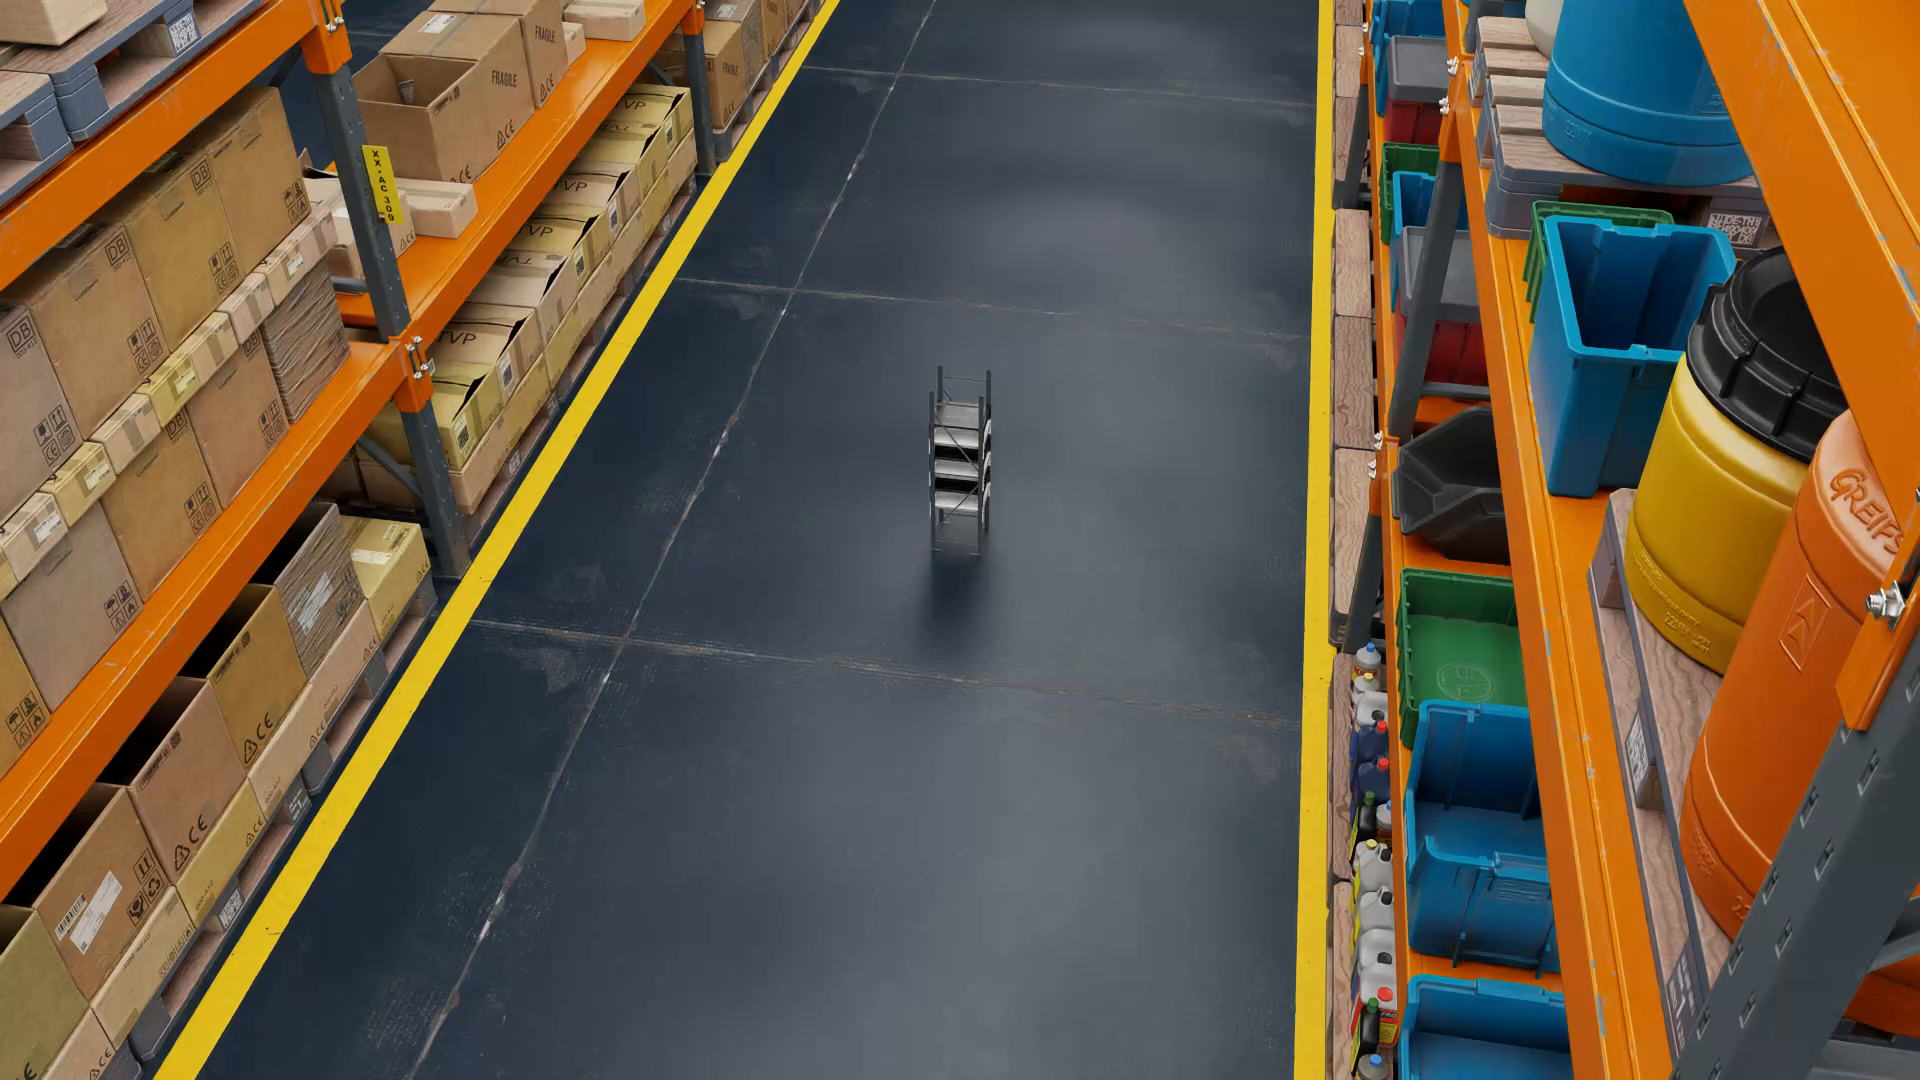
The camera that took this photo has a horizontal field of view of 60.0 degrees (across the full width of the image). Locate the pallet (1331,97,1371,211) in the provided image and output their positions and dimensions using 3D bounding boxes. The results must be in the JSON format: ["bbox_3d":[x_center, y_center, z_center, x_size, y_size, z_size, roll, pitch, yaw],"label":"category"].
[{"bbox_3d":[2.899,-2.448,10.642,1.003,0.211,1.213,6,40,8],"label":"pallet"}]

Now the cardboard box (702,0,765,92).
[{"bbox_3d":[-1.629,-3.361,11.175,0.500,0.500,0.500,5,40,6],"label":"cardboard box"}]

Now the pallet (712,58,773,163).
[{"bbox_3d":[-1.908,-2.961,11.263,1.003,0.211,1.213,6,40,8],"label":"pallet"}]

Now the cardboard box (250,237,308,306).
[{"bbox_3d":[-2.647,-1.001,6.116,0.380,0.149,0.250,6,40,7],"label":"cardboard box"}]

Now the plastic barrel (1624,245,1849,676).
[{"bbox_3d":[1.491,-0.123,2.810,0.600,0.588,0.600,0,40,0],"label":"plastic barrel"}]

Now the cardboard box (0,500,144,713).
[{"bbox_3d":[-3.100,0.147,5.237,0.700,0.500,0.500,8,40,9],"label":"cardboard box"}]

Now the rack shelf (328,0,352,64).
[{"bbox_3d":[-2.420,-3.195,7.568,1.077,0.370,4.000,6,40,8],"label":"rack shelf"}]

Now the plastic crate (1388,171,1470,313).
[{"bbox_3d":[1.996,-1.233,6.997,0.392,0.384,0.575,6,40,8],"label":"plastic crate"}]

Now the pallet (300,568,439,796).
[{"bbox_3d":[-2.945,0.508,7.067,1.003,0.211,1.213,6,40,8],"label":"pallet"}]

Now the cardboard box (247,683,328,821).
[{"bbox_3d":[-2.800,0.780,6.378,0.500,0.250,0.500,6,40,8],"label":"cardboard box"}]

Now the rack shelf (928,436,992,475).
[{"bbox_3d":[0.001,-0.396,7.530,0.258,0.077,0.200,6,40,8],"label":"rack shelf"}]

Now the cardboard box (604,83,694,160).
[{"bbox_3d":[-1.922,-2.534,9.946,0.500,0.311,0.500,7,40,9],"label":"cardboard box"}]

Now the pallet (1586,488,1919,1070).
[{"bbox_3d":[1.659,0.406,2.796,1.003,0.211,1.213,6,40,8],"label":"pallet"}]

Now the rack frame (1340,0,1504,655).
[{"bbox_3d":[2.111,-0.513,6.113,1.000,3.000,0.127,6,40,8],"label":"rack frame"}]

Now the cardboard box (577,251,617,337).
[{"bbox_3d":[-2.187,-1.355,8.960,0.500,0.250,0.500,7,40,9],"label":"cardboard box"}]

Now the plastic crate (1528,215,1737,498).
[{"bbox_3d":[1.453,-0.382,3.614,0.392,0.384,0.575,6,40,8],"label":"plastic crate"}]

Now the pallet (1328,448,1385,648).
[{"bbox_3d":[2.209,0.065,7.603,1.003,0.211,1.213,6,40,8],"label":"pallet"}]

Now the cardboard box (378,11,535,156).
[{"bbox_3d":[-2.440,-2.225,8.106,0.500,0.500,0.500,6,40,8],"label":"cardboard box"}]

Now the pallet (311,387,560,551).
[{"bbox_3d":[-2.677,-0.454,8.230,1.003,0.211,1.213,6,40,8],"label":"pallet"}]

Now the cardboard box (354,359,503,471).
[{"bbox_3d":[-2.450,-0.612,7.621,0.500,0.311,0.500,7,40,8],"label":"cardboard box"}]

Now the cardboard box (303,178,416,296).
[{"bbox_3d":[-2.724,-1.317,7.204,0.500,0.250,0.500,9,40,10],"label":"cardboard box"}]

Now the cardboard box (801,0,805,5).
[{"bbox_3d":[-1.366,-4.323,12.338,0.500,0.500,0.500,7,40,8],"label":"cardboard box"}]

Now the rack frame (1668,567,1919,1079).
[{"bbox_3d":[1.423,-0.314,1.165,0.949,2.616,0.053,6,40,8],"label":"rack frame"}]

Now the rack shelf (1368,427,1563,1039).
[{"bbox_3d":[1.765,1.019,4.824,1.077,0.370,4.000,6,40,8],"label":"rack shelf"}]

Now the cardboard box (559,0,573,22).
[{"bbox_3d":[-2.420,-2.998,9.188,0.500,0.311,0.500,6,40,7],"label":"cardboard box"}]

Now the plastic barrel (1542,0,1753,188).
[{"bbox_3d":[1.834,-1.411,4.123,0.600,0.901,0.708,6,40,8],"label":"plastic barrel"}]

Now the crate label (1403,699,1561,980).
[{"bbox_3d":[1.471,0.799,4.499,0.502,0.435,0.616,6,40,8],"label":"crate label"}]

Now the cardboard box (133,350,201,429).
[{"bbox_3d":[-2.780,-0.517,5.531,0.380,0.149,0.250,6,40,7],"label":"cardboard box"}]

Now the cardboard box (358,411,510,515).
[{"bbox_3d":[-2.453,-0.389,7.792,0.500,0.250,0.500,5,40,7],"label":"cardboard box"}]

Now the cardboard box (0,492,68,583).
[{"bbox_3d":[-2.912,-0.027,4.938,0.380,0.149,0.250,7,40,8],"label":"cardboard box"}]

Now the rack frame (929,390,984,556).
[{"bbox_3d":[-0.016,-0.288,7.489,0.240,0.900,0.006,6,40,8],"label":"rack frame"}]

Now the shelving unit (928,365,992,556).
[{"bbox_3d":[0.001,-0.352,7.566,0.258,0.900,0.210,6,40,8],"label":"shelving unit"}]

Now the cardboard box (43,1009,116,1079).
[{"bbox_3d":[-3.064,1.721,5.240,0.500,0.250,0.500,6,40,8],"label":"cardboard box"}]

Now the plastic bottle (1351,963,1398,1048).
[{"bbox_3d":[1.376,1.521,5.445,0.152,0.276,0.135,7,40,8],"label":"plastic bottle"}]

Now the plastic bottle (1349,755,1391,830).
[{"bbox_3d":[1.530,0.918,6.116,0.144,0.351,0.185,5,40,6],"label":"plastic bottle"}]

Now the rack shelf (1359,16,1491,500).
[{"bbox_3d":[2.458,-1.491,7.861,1.077,0.370,4.000,6,40,8],"label":"rack shelf"}]

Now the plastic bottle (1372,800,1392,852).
[{"bbox_3d":[1.542,1.045,6.025,0.097,0.271,0.097,0,40,0],"label":"plastic bottle"}]

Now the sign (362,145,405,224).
[{"bbox_3d":[-2.220,-1.365,6.403,0.100,0.325,0.005,6,40,8],"label":"sign"}]

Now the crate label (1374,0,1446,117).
[{"bbox_3d":[2.365,-2.443,8.420,0.502,0.435,0.616,6,40,8],"label":"crate label"}]

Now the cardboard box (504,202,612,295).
[{"bbox_3d":[-2.185,-1.577,8.788,0.500,0.311,0.500,7,40,9],"label":"cardboard box"}]

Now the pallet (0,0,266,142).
[{"bbox_3d":[-2.889,-1.645,5.198,1.003,0.211,1.213,6,40,8],"label":"pallet"}]

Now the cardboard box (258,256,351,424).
[{"bbox_3d":[-2.837,-0.821,6.407,0.700,0.500,0.500,5,40,7],"label":"cardboard box"}]

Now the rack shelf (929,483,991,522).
[{"bbox_3d":[0.001,-0.187,7.702,0.258,0.077,0.200,6,40,8],"label":"rack shelf"}]

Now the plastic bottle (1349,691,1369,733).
[{"bbox_3d":[1.589,0.675,6.527,0.097,0.201,0.097,0,40,0],"label":"plastic bottle"}]

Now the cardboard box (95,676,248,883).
[{"bbox_3d":[-2.885,0.805,5.759,0.500,0.500,0.500,6,40,8],"label":"cardboard box"}]

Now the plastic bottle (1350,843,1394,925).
[{"bbox_3d":[1.457,1.184,5.794,0.144,0.351,0.185,6,40,7],"label":"plastic bottle"}]

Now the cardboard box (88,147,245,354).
[{"bbox_3d":[-2.923,-1.004,5.610,0.700,0.500,0.500,6,40,8],"label":"cardboard box"}]

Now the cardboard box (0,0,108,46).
[{"bbox_3d":[-2.706,-1.549,4.770,0.380,0.149,0.250,6,40,8],"label":"cardboard box"}]

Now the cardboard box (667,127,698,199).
[{"bbox_3d":[-1.925,-2.317,10.123,0.500,0.250,0.500,7,40,9],"label":"cardboard box"}]
